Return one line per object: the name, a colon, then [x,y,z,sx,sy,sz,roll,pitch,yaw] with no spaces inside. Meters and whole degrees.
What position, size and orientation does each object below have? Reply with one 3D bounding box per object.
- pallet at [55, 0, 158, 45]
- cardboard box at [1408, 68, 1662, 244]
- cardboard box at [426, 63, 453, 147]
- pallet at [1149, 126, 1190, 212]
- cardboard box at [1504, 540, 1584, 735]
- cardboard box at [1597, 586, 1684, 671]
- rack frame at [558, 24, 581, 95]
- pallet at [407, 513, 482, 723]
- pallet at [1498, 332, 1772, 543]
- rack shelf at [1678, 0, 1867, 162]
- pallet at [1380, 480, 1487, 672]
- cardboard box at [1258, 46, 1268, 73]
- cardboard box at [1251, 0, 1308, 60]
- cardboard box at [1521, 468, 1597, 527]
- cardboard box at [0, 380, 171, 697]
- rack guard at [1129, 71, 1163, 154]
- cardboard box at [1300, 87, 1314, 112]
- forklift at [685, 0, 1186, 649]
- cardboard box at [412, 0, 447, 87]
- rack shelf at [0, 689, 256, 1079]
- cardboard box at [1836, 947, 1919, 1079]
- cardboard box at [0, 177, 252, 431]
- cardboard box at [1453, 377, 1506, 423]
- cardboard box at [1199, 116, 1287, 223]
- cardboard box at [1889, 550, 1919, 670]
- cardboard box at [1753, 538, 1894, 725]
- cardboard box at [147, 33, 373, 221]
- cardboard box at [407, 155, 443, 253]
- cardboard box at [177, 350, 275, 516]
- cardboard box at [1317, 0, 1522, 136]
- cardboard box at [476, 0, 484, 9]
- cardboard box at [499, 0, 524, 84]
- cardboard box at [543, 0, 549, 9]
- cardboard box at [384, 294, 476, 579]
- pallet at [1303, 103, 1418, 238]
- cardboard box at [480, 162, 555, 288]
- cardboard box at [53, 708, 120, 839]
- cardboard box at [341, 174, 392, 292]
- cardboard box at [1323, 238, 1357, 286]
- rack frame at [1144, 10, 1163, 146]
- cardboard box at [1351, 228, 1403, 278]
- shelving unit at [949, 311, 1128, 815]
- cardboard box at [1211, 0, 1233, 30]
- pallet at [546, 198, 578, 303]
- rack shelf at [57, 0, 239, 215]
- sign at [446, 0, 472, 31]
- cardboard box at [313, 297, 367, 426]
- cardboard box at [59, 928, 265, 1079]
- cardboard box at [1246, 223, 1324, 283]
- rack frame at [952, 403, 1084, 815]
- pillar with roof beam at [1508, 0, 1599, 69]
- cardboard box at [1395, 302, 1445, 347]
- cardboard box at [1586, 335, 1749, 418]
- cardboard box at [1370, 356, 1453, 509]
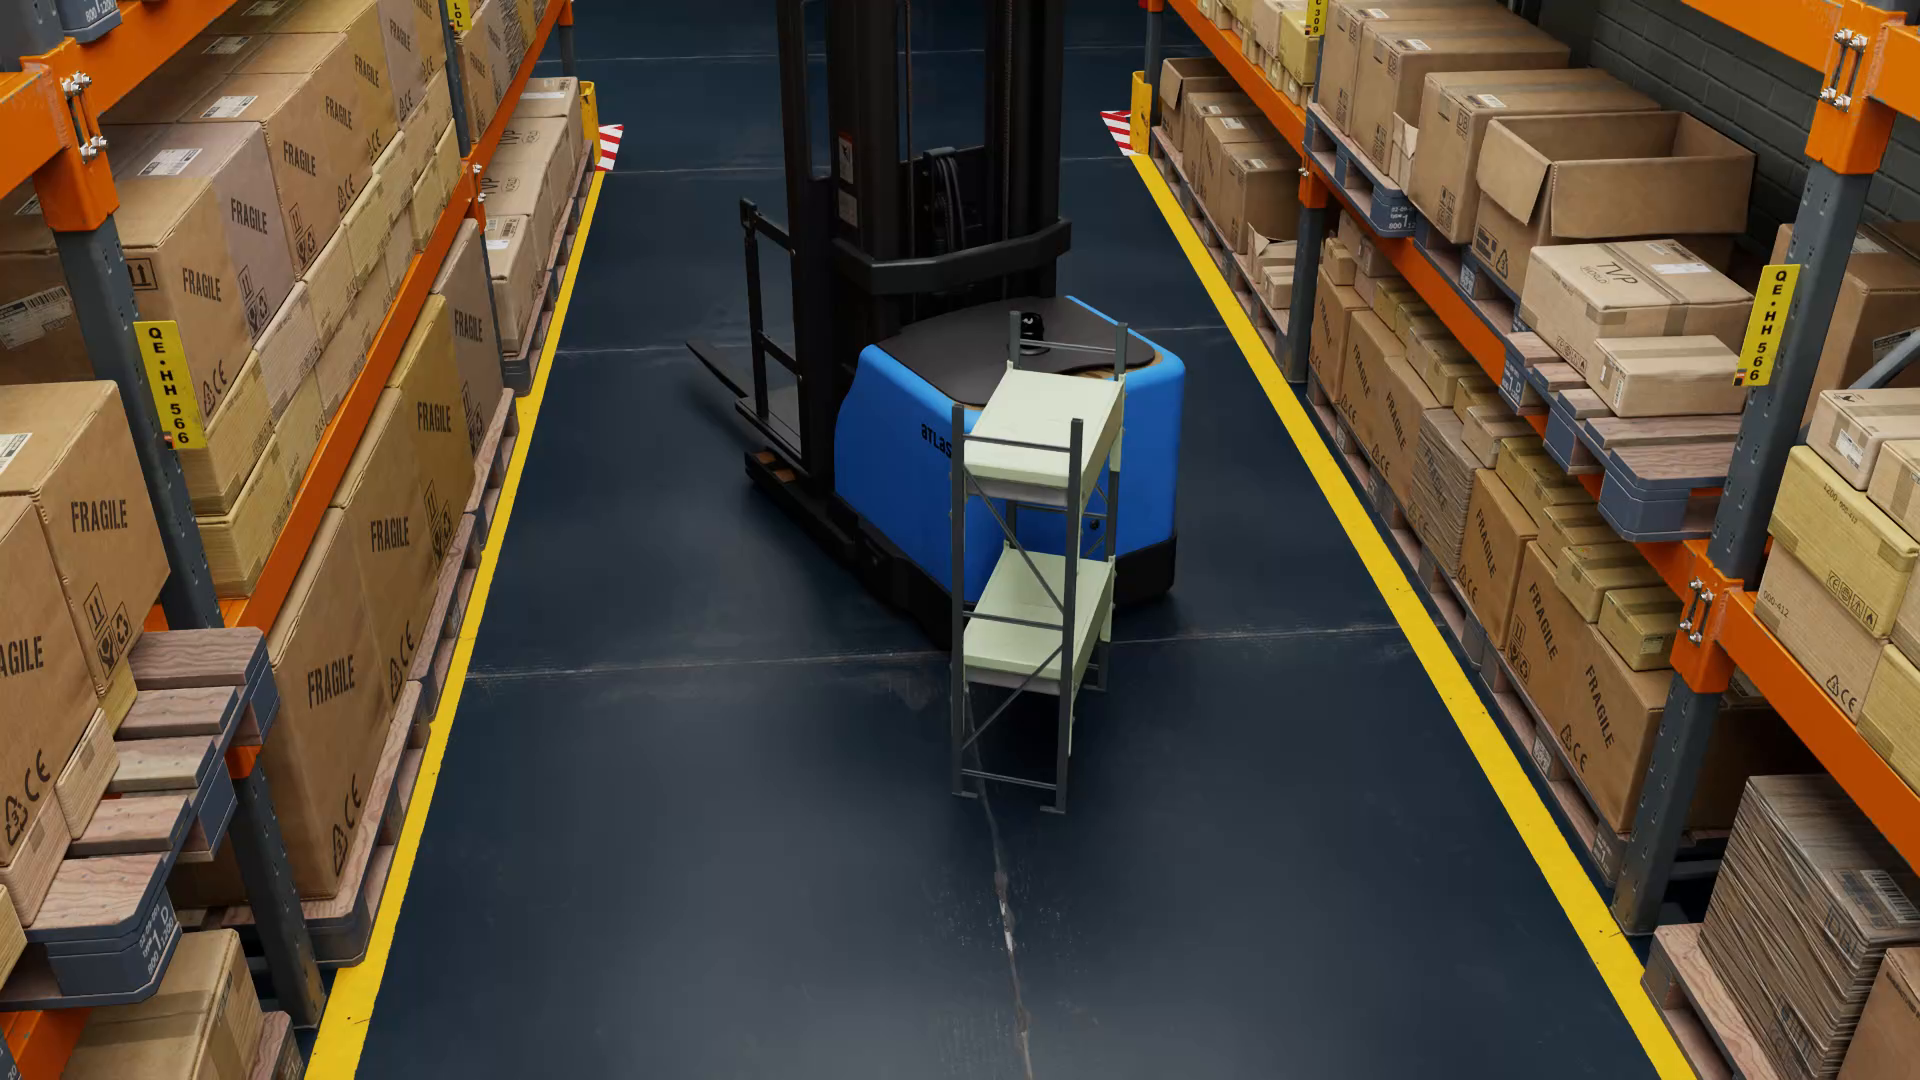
pallet: [-2.491,-1.396,3.921,1.213,0.211,1.003,-1,31,-2]
cardboard box: [2.134,-1.446,6.238,0.700,0.500,0.500,-3,31,-5]
cardboard box: [-2.469,-1.842,7.068,0.500,0.250,0.500,-3,31,-5]
pallet: [1.898,-2.544,11.304,1.003,0.211,1.213,-3,31,-5]
cardboard box: [2.274,0.328,5.803,0.500,0.500,0.500,-3,31,-5]
cardboard box: [2.265,0.271,5.266,0.380,0.149,0.250,-4,31,-7]
rack frame: [-3.126,-3.948,10.934,1.000,3.000,0.127,-3,31,-5]
pallet: [-2.488,0.306,6.531,1.003,0.211,1.213,-3,31,-5]
pallet: [2.430,-0.363,5.120,1.213,0.211,1.003,-3,31,-5]
rack shelf: [2.377,-2.103,5.622,1.077,0.370,4.000,-3,31,-5]
pallet: [2.420,0.090,6.894,1.003,0.211,1.213,-3,31,-5]
cardboard box: [1.817,-2.587,8.900,0.380,0.149,0.250,-2,31,-3]
cardboard box: [1.838,-2.712,8.721,0.500,0.250,0.500,-3,31,-4]
cardboard box: [2.249,-0.140,5.955,0.380,0.149,0.250,-2,31,-3]
cardboard box: [-2.059,0.005,3.520,0.500,0.500,0.500,-4,31,-6]
rack guard: [1.823,-3.075,11.911,1.175,0.500,0.348,-3,31,-5]
cardboard box: [1.908,-2.188,8.233,0.380,0.149,0.250,-2,31,-4]
forklift: [-0.328,-1.529,6.952,1.130,2.935,3.031,-18,35,-27]
cardboard box: [-2.460,-2.162,6.871,0.500,0.500,0.500,-2,31,-3]
rack shelf: [-2.191,1.467,2.571,1.077,0.370,4.000,-3,31,-5]
cardboard box: [2.677,1.389,3.906,0.875,0.625,0.625,-2,31,-3]
cardboard box: [-2.181,-0.599,4.255,0.500,0.500,0.500,-4,31,-6]
cardboard box: [2.197,-0.535,6.616,0.380,0.149,0.250,-3,31,-4]
cardboard box: [1.770,-2.265,10.145,0.500,0.500,0.500,-2,31,-4]
cardboard box: [2.407,0.241,3.581,0.500,0.250,0.500,-2,31,-3]
cardboard box: [2.362,0.200,4.137,0.500,0.250,0.500,-3,31,-4]
cardboard box: [-2.313,-1.374,5.553,0.500,0.500,0.500,-2,31,-4]
cardboard box: [-2.413,-1.364,6.755,0.500,0.250,0.500,-3,31,-5]
cardboard box: [-2.180,-0.284,4.459,0.500,0.250,0.500,-3,31,-5]
cardboard box: [2.012,-2.111,7.352,0.700,0.500,0.500,-2,31,-3]
cardboard box: [-2.596,-2.891,8.092,0.500,0.500,0.500,-3,31,-5]
cardboard box: [-2.618,-2.712,8.767,0.500,0.500,0.500,-3,31,-4]
cardboard box: [-2.785,-3.500,10.087,0.500,0.500,0.500,-3,31,-6]
cardboard box: [-2.522,-0.400,6.657,0.875,0.875,0.875,-2,31,-3]
pallet: [2.156,-1.650,7.274,1.003,0.211,1.213,-3,31,-5]
cardboard box: [-2.788,-1.769,9.375,0.875,0.438,0.875,-4,31,-6]
cardboard box: [-1.948,0.480,3.356,0.380,0.149,0.250,-3,31,-5]
cardboard box: [-2.295,-1.063,5.763,0.500,0.250,0.500,-2,31,-4]
cardboard box: [1.958,-1.335,7.955,0.380,0.149,0.250,-1,31,-2]
rack frame: [1.816,-4.187,11.335,1.000,3.000,0.127,-3,31,-5]
cardboard box: [2.030,-1.332,7.661,0.380,0.149,0.250,-4,31,-7]
shelving unit: [0.266,0.082,5.649,0.431,1.500,0.755,8,32,13]
cardboard box: [1.689,-3.105,9.768,0.380,0.149,0.250,-2,31,-3]
pallet: [-2.862,-1.725,9.931,1.003,0.211,1.213,-3,31,-5]
rack shelf: [-2.565,-1.863,5.221,1.077,0.370,4.000,-3,31,-5]
sign: [-2.213,-2.400,7.290,0.100,0.325,0.005,-3,31,-5]
cardboard box: [-2.282,-0.590,5.459,0.500,0.250,0.500,-2,31,-3]
cardboard box: [-2.335,1.374,4.178,0.950,0.372,0.625,-5,31,-8]
cardboard box: [1.812,-1.604,9.267,0.396,0.266,0.258,-2,31,-3]
rack frame: [0.169,0.263,5.346,0.400,1.500,0.023,8,32,13]
pillar with roof beam: [-1.264,-4.913,6.700,9.100,9.000,0.400,-3,31,-5]
cardboard box: [2.136,-0.927,7.273,0.380,0.149,0.250,-3,31,-5]
cardboard box: [2.120,-0.492,4.985,0.380,0.149,0.250,-2,31,-4]
cardboard box: [2.113,-0.468,7.137,0.500,0.500,0.500,-4,31,-6]
